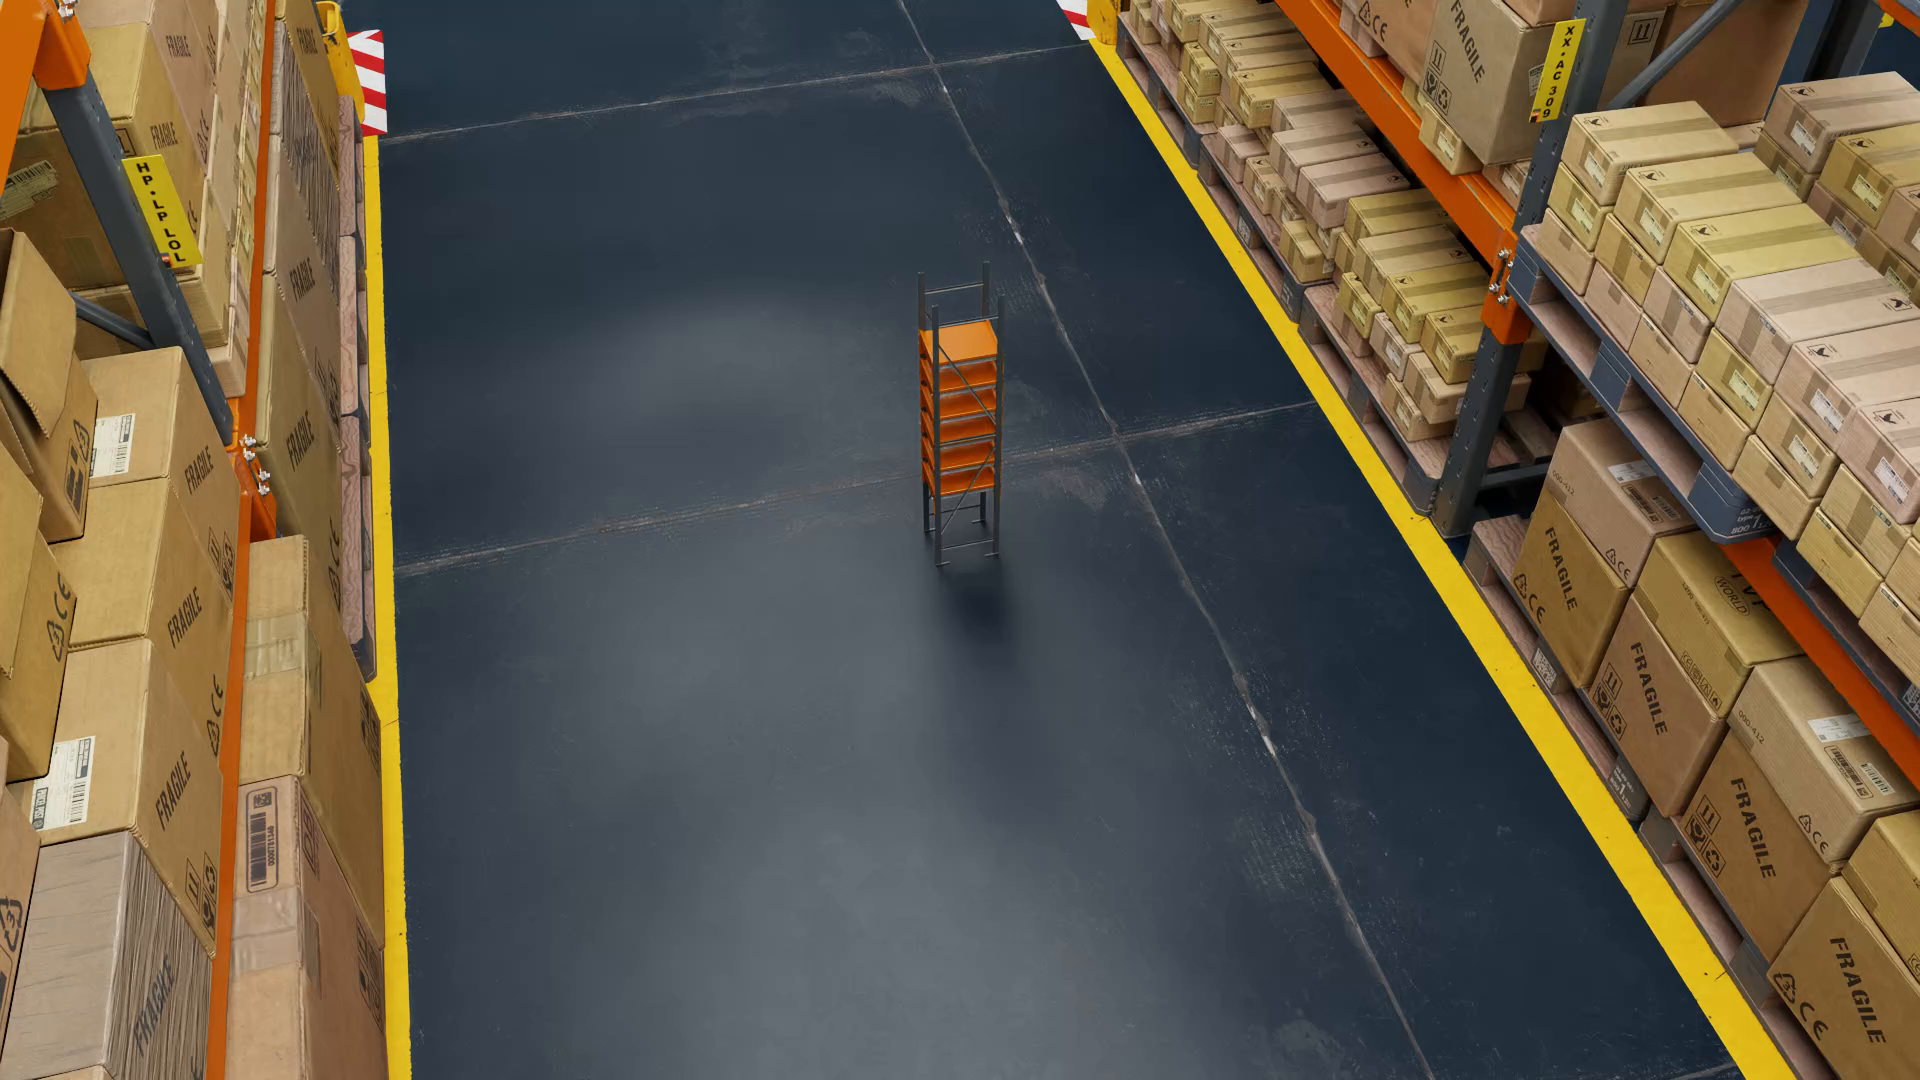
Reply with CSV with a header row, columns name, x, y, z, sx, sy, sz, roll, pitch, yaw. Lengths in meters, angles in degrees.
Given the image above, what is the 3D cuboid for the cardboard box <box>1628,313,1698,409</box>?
name,x,y,z,sx,sy,sz,roll,pitch,yaw
cardboard box,2.076,-0.519,4.540,0.380,0.149,0.250,-10,46,-10

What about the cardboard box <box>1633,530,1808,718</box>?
name,x,y,z,sx,sy,sz,roll,pitch,yaw
cardboard box,2.355,0.211,4.874,0.500,0.250,0.500,-10,46,-9

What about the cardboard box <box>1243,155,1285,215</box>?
name,x,y,z,sx,sy,sz,roll,pitch,yaw
cardboard box,1.492,-1.605,7.425,0.380,0.149,0.250,-11,47,-10

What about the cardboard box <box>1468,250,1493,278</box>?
name,x,y,z,sx,sy,sz,roll,pitch,yaw
cardboard box,2.250,-1.062,6.684,0.380,0.149,0.250,-11,47,-11

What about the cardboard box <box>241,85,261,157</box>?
name,x,y,z,sx,sy,sz,roll,pitch,yaw
cardboard box,-2.625,-1.415,5.712,0.380,0.149,0.250,-10,46,-10

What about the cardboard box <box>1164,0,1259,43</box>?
name,x,y,z,sx,sy,sz,roll,pitch,yaw
cardboard box,1.192,-2.509,7.894,0.380,0.149,0.250,-11,47,-10

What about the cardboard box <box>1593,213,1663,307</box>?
name,x,y,z,sx,sy,sz,roll,pitch,yaw
cardboard box,2.007,-0.808,4.616,0.380,0.149,0.250,-12,47,-11

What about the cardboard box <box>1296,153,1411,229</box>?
name,x,y,z,sx,sy,sz,roll,pitch,yaw
cardboard box,1.616,-1.438,6.845,0.380,0.149,0.250,-13,47,-12

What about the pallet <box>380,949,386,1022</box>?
name,x,y,z,sx,sy,sz,roll,pitch,yaw
pallet,-2.268,1.152,4.973,1.003,0.211,1.213,-11,47,-10

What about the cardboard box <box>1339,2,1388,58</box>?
name,x,y,z,sx,sy,sz,roll,pitch,yaw
cardboard box,1.660,-1.964,6.251,0.380,0.149,0.250,-13,47,-12

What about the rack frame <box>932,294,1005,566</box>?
name,x,y,z,sx,sy,sz,roll,pitch,yaw
rack frame,0.027,-0.347,5.750,0.240,1.200,0.006,-11,47,-10

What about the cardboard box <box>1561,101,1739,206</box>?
name,x,y,z,sx,sy,sz,roll,pitch,yaw
cardboard box,1.939,-1.091,4.684,0.380,0.149,0.250,-9,46,-8

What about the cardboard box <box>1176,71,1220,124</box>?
name,x,y,z,sx,sy,sz,roll,pitch,yaw
cardboard box,1.259,-2.138,7.947,0.380,0.149,0.250,-10,46,-10

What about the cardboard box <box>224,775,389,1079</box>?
name,x,y,z,sx,sy,sz,roll,pitch,yaw
cardboard box,-2.125,1.309,4.061,1.225,0.875,0.875,-12,47,-12

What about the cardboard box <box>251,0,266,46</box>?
name,x,y,z,sx,sy,sz,roll,pitch,yaw
cardboard box,-2.823,-1.947,6.234,0.380,0.149,0.250,-11,47,-10

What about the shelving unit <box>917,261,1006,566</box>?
name,x,y,z,sx,sy,sz,roll,pitch,yaw
shelving unit,0.004,-0.410,5.812,0.258,1.200,0.189,-11,47,-10

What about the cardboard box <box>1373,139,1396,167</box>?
name,x,y,z,sx,sy,sz,roll,pitch,yaw
cardboard box,1.987,-1.695,7.513,0.380,0.149,0.250,-9,46,-9

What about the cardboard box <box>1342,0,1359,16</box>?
name,x,y,z,sx,sy,sz,roll,pitch,yaw
cardboard box,1.628,-2.304,6.129,0.500,0.500,0.500,-11,47,-11

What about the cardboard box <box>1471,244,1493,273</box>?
name,x,y,z,sx,sy,sz,roll,pitch,yaw
cardboard box,2.269,-1.180,6.591,0.380,0.149,0.250,-11,47,-11

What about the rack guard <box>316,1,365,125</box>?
name,x,y,z,sx,sy,sz,roll,pitch,yaw
rack guard,-3.568,-2.246,8.101,1.175,0.500,0.348,-11,47,-10

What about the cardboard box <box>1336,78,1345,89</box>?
name,x,y,z,sx,sy,sz,roll,pitch,yaw
cardboard box,1.925,-2.072,7.466,0.380,0.149,0.250,-12,47,-12

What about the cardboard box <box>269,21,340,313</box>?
name,x,y,z,sx,sy,sz,roll,pitch,yaw
cardboard box,-3.088,-1.452,6.767,0.875,0.875,0.875,-11,47,-10

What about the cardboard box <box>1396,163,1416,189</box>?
name,x,y,z,sx,sy,sz,roll,pitch,yaw
cardboard box,2.133,-1.629,7.240,0.380,0.149,0.250,-11,47,-11

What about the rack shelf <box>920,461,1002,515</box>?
name,x,y,z,sx,sy,sz,roll,pitch,yaw
rack shelf,0.004,-0.211,6.015,0.258,0.103,0.180,-11,47,-10

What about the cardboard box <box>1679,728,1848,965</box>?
name,x,y,z,sx,sy,sz,roll,pitch,yaw
cardboard box,2.499,0.831,4.792,0.500,0.500,0.500,-10,46,-10

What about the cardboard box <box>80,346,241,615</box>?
name,x,y,z,sx,sy,sz,roll,pitch,yaw
cardboard box,-2.154,-0.105,4.182,0.500,0.500,0.500,-11,47,-10

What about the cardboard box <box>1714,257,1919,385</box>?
name,x,y,z,sx,sy,sz,roll,pitch,yaw
cardboard box,2.141,-0.549,4.153,0.380,0.149,0.250,-11,47,-11

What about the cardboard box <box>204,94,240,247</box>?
name,x,y,z,sx,sy,sz,roll,pitch,yaw
cardboard box,-2.528,-1.111,5.135,0.500,0.250,0.500,-11,47,-11

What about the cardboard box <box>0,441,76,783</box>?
name,x,y,z,sx,sy,sz,roll,pitch,yaw
cardboard box,-2.202,0.187,3.194,0.797,0.503,0.637,-10,46,-10

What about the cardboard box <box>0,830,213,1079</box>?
name,x,y,z,sx,sy,sz,roll,pitch,yaw
cardboard box,-1.770,0.944,3.154,0.500,0.500,0.500,-11,47,-10

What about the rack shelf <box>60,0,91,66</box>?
name,x,y,z,sx,sy,sz,roll,pitch,yaw
rack shelf,-3.050,-2.522,5.024,1.077,0.370,4.000,-11,47,-10

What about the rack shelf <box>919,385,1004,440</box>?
name,x,y,z,sx,sy,sz,roll,pitch,yaw
rack shelf,0.004,-0.463,5.758,0.258,0.103,0.180,-11,47,-10

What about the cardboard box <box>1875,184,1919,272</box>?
name,x,y,z,sx,sy,sz,roll,pitch,yaw
cardboard box,2.708,-0.842,4.440,0.380,0.149,0.250,-12,47,-12

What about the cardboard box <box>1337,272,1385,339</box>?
name,x,y,z,sx,sy,sz,roll,pitch,yaw
cardboard box,1.728,-0.959,6.583,0.380,0.149,0.250,-12,47,-12

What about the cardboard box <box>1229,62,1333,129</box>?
name,x,y,z,sx,sy,sz,roll,pitch,yaw
cardboard box,1.420,-1.970,7.366,0.380,0.149,0.250,-10,46,-10

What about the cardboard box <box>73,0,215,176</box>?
name,x,y,z,sx,sy,sz,roll,pitch,yaw
cardboard box,-2.532,-1.376,4.870,0.500,0.500,0.500,-11,47,-10

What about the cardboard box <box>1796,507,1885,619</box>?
name,x,y,z,sx,sy,sz,roll,pitch,yaw
cardboard box,2.278,0.018,4.014,0.380,0.149,0.250,-11,47,-11

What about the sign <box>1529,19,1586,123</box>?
name,x,y,z,sx,sy,sz,roll,pitch,yaw
sign,1.760,-1.378,4.894,0.100,0.325,0.005,-11,47,-10

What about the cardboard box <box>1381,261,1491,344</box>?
name,x,y,z,sx,sy,sz,roll,pitch,yaw
cardboard box,1.836,-0.904,6.322,0.380,0.149,0.250,-10,46,-10

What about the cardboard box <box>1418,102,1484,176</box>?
name,x,y,z,sx,sy,sz,roll,pitch,yaw
cardboard box,1.812,-1.404,5.702,0.380,0.149,0.250,-12,47,-11

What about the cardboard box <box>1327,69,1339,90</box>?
name,x,y,z,sx,sy,sz,roll,pitch,yaw
cardboard box,1.949,-2.169,7.769,0.380,0.149,0.250,-10,46,-10

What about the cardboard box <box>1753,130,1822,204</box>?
name,x,y,z,sx,sy,sz,roll,pitch,yaw
cardboard box,2.575,-1.104,4.906,0.380,0.149,0.250,-9,46,-9

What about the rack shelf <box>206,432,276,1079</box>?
name,x,y,z,sx,sy,sz,roll,pitch,yaw
rack shelf,-2.026,1.290,3.389,1.077,0.370,4.000,-11,47,-10

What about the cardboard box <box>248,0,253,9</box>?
name,x,y,z,sx,sy,sz,roll,pitch,yaw
cardboard box,-2.922,-2.168,6.171,0.500,0.250,0.500,-12,47,-12

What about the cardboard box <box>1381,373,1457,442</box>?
name,x,y,z,sx,sy,sz,roll,pitch,yaw
cardboard box,1.853,-0.537,6.379,0.380,0.149,0.250,-10,46,-10

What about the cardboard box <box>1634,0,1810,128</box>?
name,x,y,z,sx,sy,sz,roll,pitch,yaw
cardboard box,2.399,-1.707,5.544,0.500,0.500,0.500,-11,47,-11

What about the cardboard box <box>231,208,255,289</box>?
name,x,y,z,sx,sy,sz,roll,pitch,yaw
cardboard box,-2.428,-0.883,5.191,0.380,0.149,0.250,-9,46,-9

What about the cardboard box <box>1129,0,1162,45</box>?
name,x,y,z,sx,sy,sz,roll,pitch,yaw
cardboard box,1.083,-2.670,8.469,0.380,0.149,0.250,-10,46,-10

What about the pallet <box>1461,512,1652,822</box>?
name,x,y,z,sx,sy,sz,roll,pitch,yaw
pallet,2.483,0.333,5.775,1.003,0.211,1.213,-11,47,-10

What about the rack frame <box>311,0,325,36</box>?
name,x,y,z,sx,sy,sz,roll,pitch,yaw
rack frame,-3.562,-3.104,7.192,1.000,3.000,0.127,-11,47,-10

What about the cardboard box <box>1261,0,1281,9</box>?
name,x,y,z,sx,sy,sz,roll,pitch,yaw
cardboard box,1.684,-2.692,8.282,0.380,0.149,0.250,-12,47,-11

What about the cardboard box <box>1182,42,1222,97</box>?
name,x,y,z,sx,sy,sz,roll,pitch,yaw
cardboard box,1.269,-2.237,7.836,0.380,0.149,0.250,-9,46,-9

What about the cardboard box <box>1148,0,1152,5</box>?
name,x,y,z,sx,sy,sz,roll,pitch,yaw
cardboard box,1.144,-2.786,8.374,0.380,0.149,0.250,-9,46,-9

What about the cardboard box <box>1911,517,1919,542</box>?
name,x,y,z,sx,sy,sz,roll,pitch,yaw
cardboard box,2.343,-0.013,3.628,0.380,0.149,0.250,-9,46,-9

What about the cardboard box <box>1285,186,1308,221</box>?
name,x,y,z,sx,sy,sz,roll,pitch,yaw
cardboard box,1.625,-1.511,7.124,0.380,0.149,0.250,-13,47,-12

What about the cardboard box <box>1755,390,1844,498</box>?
name,x,y,z,sx,sy,sz,roll,pitch,yaw
cardboard box,2.212,-0.265,4.083,0.380,0.149,0.250,-9,46,-9

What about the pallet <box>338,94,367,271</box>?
name,x,y,z,sx,sy,sz,roll,pitch,yaw
pallet,-3.282,-1.591,7.661,1.003,0.211,1.213,-11,47,-10

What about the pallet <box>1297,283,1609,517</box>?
name,x,y,z,sx,sy,sz,roll,pitch,yaw
pallet,2.076,-0.661,6.750,1.003,0.211,1.213,-11,47,-10

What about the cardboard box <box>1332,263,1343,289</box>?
name,x,y,z,sx,sy,sz,roll,pitch,yaw
cardboard box,1.787,-1.107,6.937,0.380,0.149,0.250,-12,47,-11
